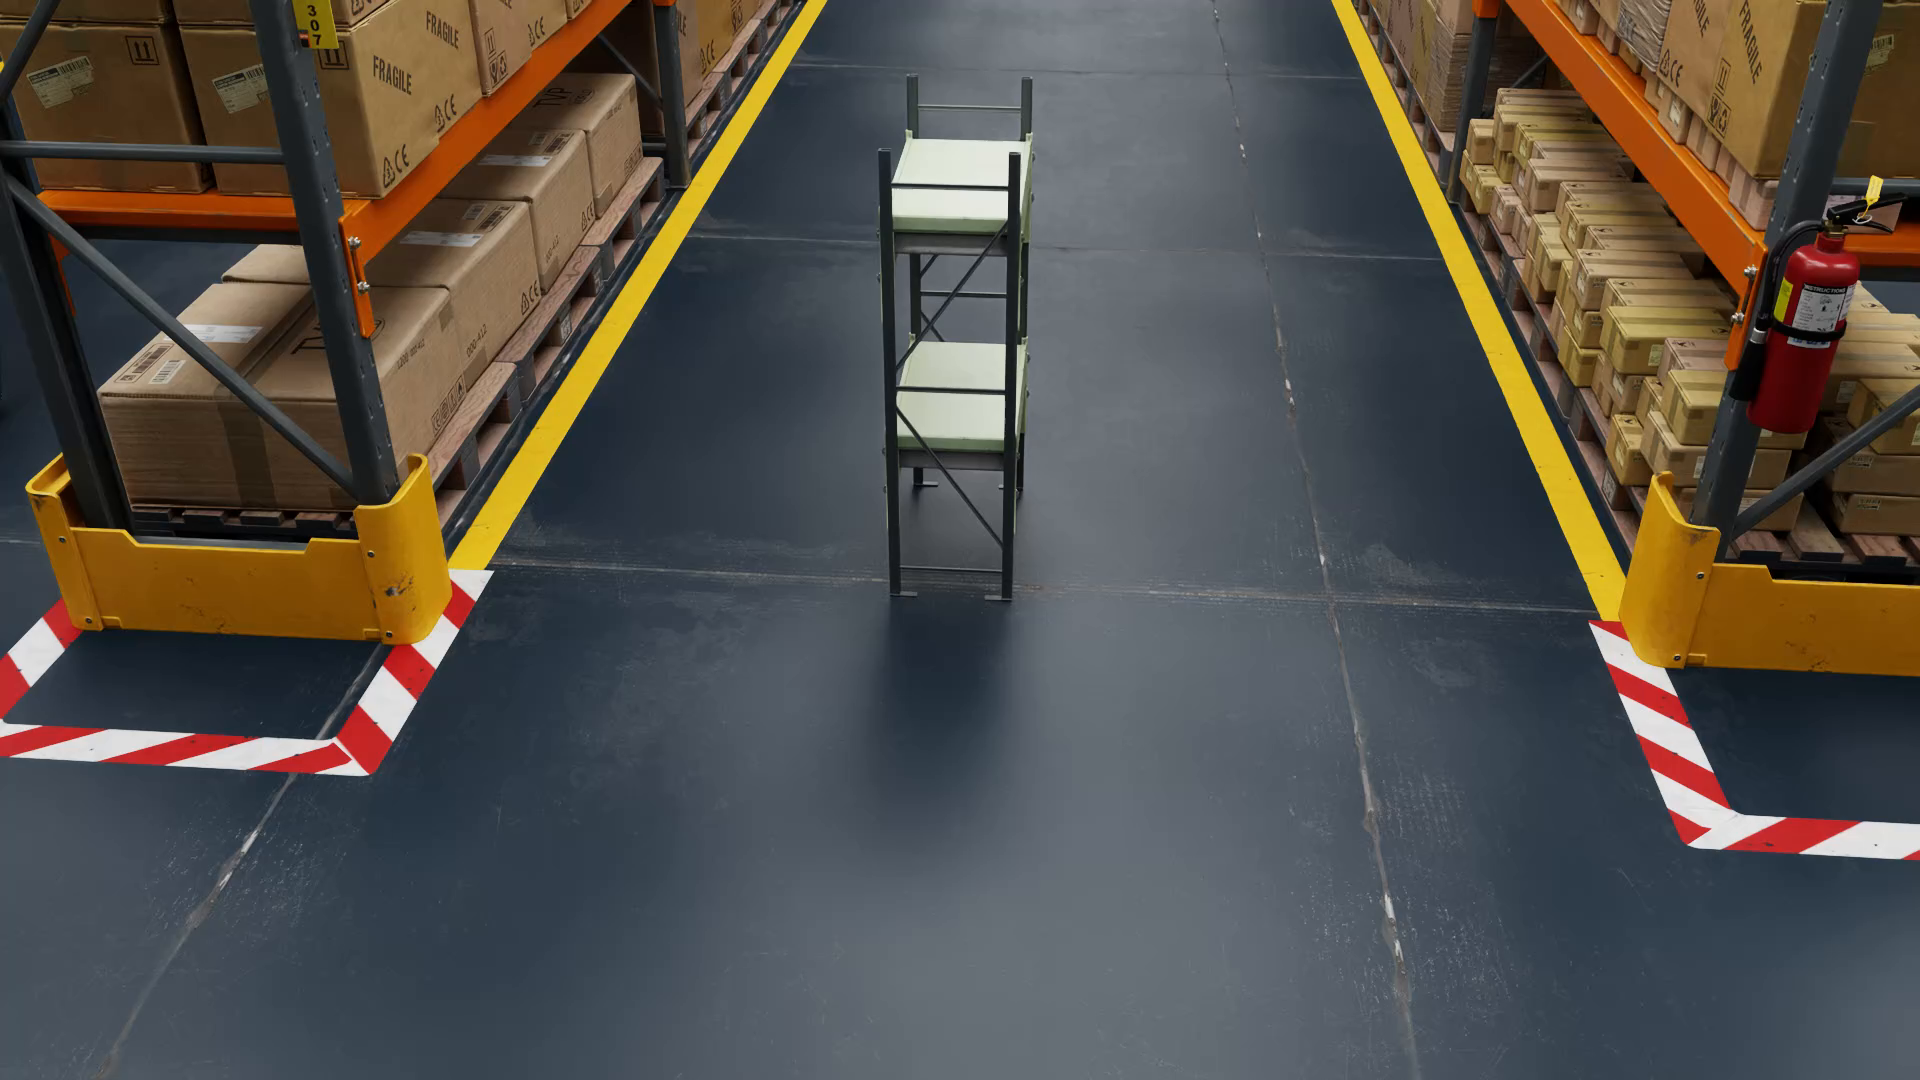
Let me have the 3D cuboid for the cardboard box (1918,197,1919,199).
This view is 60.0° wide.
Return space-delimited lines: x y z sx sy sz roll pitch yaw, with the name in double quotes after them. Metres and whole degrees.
3.021 -1.096 4.908 0.380 0.149 0.250 4 32 6 "cardboard box"

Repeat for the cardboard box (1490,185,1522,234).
2.674 -1.521 7.676 0.380 0.149 0.250 2 32 4 "cardboard box"

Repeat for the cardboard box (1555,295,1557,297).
2.654 -0.972 6.784 0.380 0.149 0.250 3 32 5 "cardboard box"

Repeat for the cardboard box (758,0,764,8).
-1.741 -4.171 11.283 0.875 0.875 0.875 2 32 4 "cardboard box"

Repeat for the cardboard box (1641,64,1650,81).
2.626 -1.658 5.820 0.380 0.149 0.250 1 32 2 "cardboard box"

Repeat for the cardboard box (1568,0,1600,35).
2.606 -2.072 6.493 0.380 0.149 0.250 4 32 6 "cardboard box"

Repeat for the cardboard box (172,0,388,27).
-1.930 -1.778 4.728 0.500 0.500 0.500 2 32 3 "cardboard box"

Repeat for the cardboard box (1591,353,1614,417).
2.558 -0.564 6.124 0.380 0.149 0.250 3 32 4 "cardboard box"

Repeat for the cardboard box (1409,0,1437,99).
2.865 -2.785 9.392 0.500 0.500 0.500 2 32 3 "cardboard box"

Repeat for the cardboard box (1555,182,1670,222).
2.686 -1.362 6.851 0.380 0.149 0.250 1 32 2 "cardboard box"

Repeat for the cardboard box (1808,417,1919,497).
2.987 -0.267 5.358 0.380 0.149 0.250 4 32 6 "cardboard box"

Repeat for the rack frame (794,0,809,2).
-1.602 -5.254 11.417 1.000 3.000 0.127 2 32 4 "rack frame"

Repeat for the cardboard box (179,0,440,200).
-1.928 -1.352 4.990 0.500 0.500 0.500 2 32 4 "cardboard box"

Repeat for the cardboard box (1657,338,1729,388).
2.557 -0.547 5.529 0.380 0.149 0.250 3 32 5 "cardboard box"

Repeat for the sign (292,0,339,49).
-1.701 -1.446 4.337 0.100 0.325 0.005 2 32 4 "sign"

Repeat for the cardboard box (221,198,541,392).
-2.233 -0.987 6.535 0.875 0.438 0.875 3 32 5 "cardboard box"

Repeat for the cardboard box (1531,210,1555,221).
2.680 -1.371 7.149 0.380 0.149 0.250 4 32 6 "cardboard box"

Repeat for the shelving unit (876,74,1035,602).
0.001 -0.642 5.362 0.431 1.500 0.755 2 32 4 "shelving unit"

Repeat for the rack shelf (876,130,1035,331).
0.001 -0.974 5.157 0.431 0.370 0.720 2 32 4 "rack shelf"

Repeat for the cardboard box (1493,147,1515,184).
2.734 -1.784 7.819 0.380 0.149 0.250 3 32 4 "cardboard box"

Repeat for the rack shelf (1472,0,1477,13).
3.177 -3.743 9.651 1.077 0.370 4.000 2 32 4 "rack shelf"

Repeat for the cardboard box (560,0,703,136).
-1.957 -2.764 9.001 0.875 0.875 0.875 3 32 6 "cardboard box"

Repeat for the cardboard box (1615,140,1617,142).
3.263 -1.890 7.707 0.380 0.149 0.250 3 32 5 "cardboard box"

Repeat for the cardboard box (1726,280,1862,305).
3.090 -0.944 6.172 0.380 0.149 0.250 4 32 6 "cardboard box"

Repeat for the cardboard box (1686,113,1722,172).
2.496 -1.248 5.156 0.380 0.149 0.250 2 32 4 "cardboard box"

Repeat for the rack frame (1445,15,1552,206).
3.014 -3.004 7.765 1.000 3.000 0.127 2 32 4 "rack frame"

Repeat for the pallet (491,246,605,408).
-2.164 -0.941 7.076 1.003 0.211 1.213 2 32 4 "pallet"

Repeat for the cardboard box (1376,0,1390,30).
2.990 -3.588 10.695 0.500 0.500 0.500 3 32 5 "cardboard box"

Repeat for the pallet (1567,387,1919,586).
2.796 -0.188 5.854 1.003 0.211 1.213 2 32 4 "pallet"

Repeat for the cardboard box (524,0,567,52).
-1.831 -2.146 6.277 0.500 0.500 0.500 3 32 6 "cardboard box"

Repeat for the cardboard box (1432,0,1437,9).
2.878 -3.106 9.199 0.500 0.250 0.500 4 32 6 "cardboard box"

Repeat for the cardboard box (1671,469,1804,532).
2.523 -0.162 5.470 0.380 0.149 0.250 3 32 5 "cardboard box"

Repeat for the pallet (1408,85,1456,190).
3.076 -2.224 9.157 1.003 0.211 1.213 2 32 4 "pallet"

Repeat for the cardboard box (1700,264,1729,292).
3.034 -0.955 6.475 0.380 0.149 0.250 4 32 7 "cardboard box"

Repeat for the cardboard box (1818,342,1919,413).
2.972 -0.539 5.516 0.380 0.149 0.250 3 32 5 "cardboard box"

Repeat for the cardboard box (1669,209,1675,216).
3.172 -1.373 7.153 0.380 0.149 0.250 3 32 5 "cardboard box"

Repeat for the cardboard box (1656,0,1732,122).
2.516 -1.597 5.103 0.500 0.500 0.500 2 32 3 "cardboard box"

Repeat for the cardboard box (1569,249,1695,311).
2.502 -0.964 6.205 0.380 0.149 0.250 4 32 6 "cardboard box"

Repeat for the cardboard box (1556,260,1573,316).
2.556 -0.969 6.496 0.380 0.149 0.250 4 32 6 "cardboard box"

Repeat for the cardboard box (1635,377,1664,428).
2.522 -0.427 5.617 0.380 0.149 0.250 2 32 3 "cardboard box"

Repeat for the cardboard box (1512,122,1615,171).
2.727 -1.775 7.521 0.380 0.149 0.250 2 32 3 "cardboard box"

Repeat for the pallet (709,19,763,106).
-1.843 -3.022 10.452 1.003 0.211 1.213 2 32 4 "pallet"
